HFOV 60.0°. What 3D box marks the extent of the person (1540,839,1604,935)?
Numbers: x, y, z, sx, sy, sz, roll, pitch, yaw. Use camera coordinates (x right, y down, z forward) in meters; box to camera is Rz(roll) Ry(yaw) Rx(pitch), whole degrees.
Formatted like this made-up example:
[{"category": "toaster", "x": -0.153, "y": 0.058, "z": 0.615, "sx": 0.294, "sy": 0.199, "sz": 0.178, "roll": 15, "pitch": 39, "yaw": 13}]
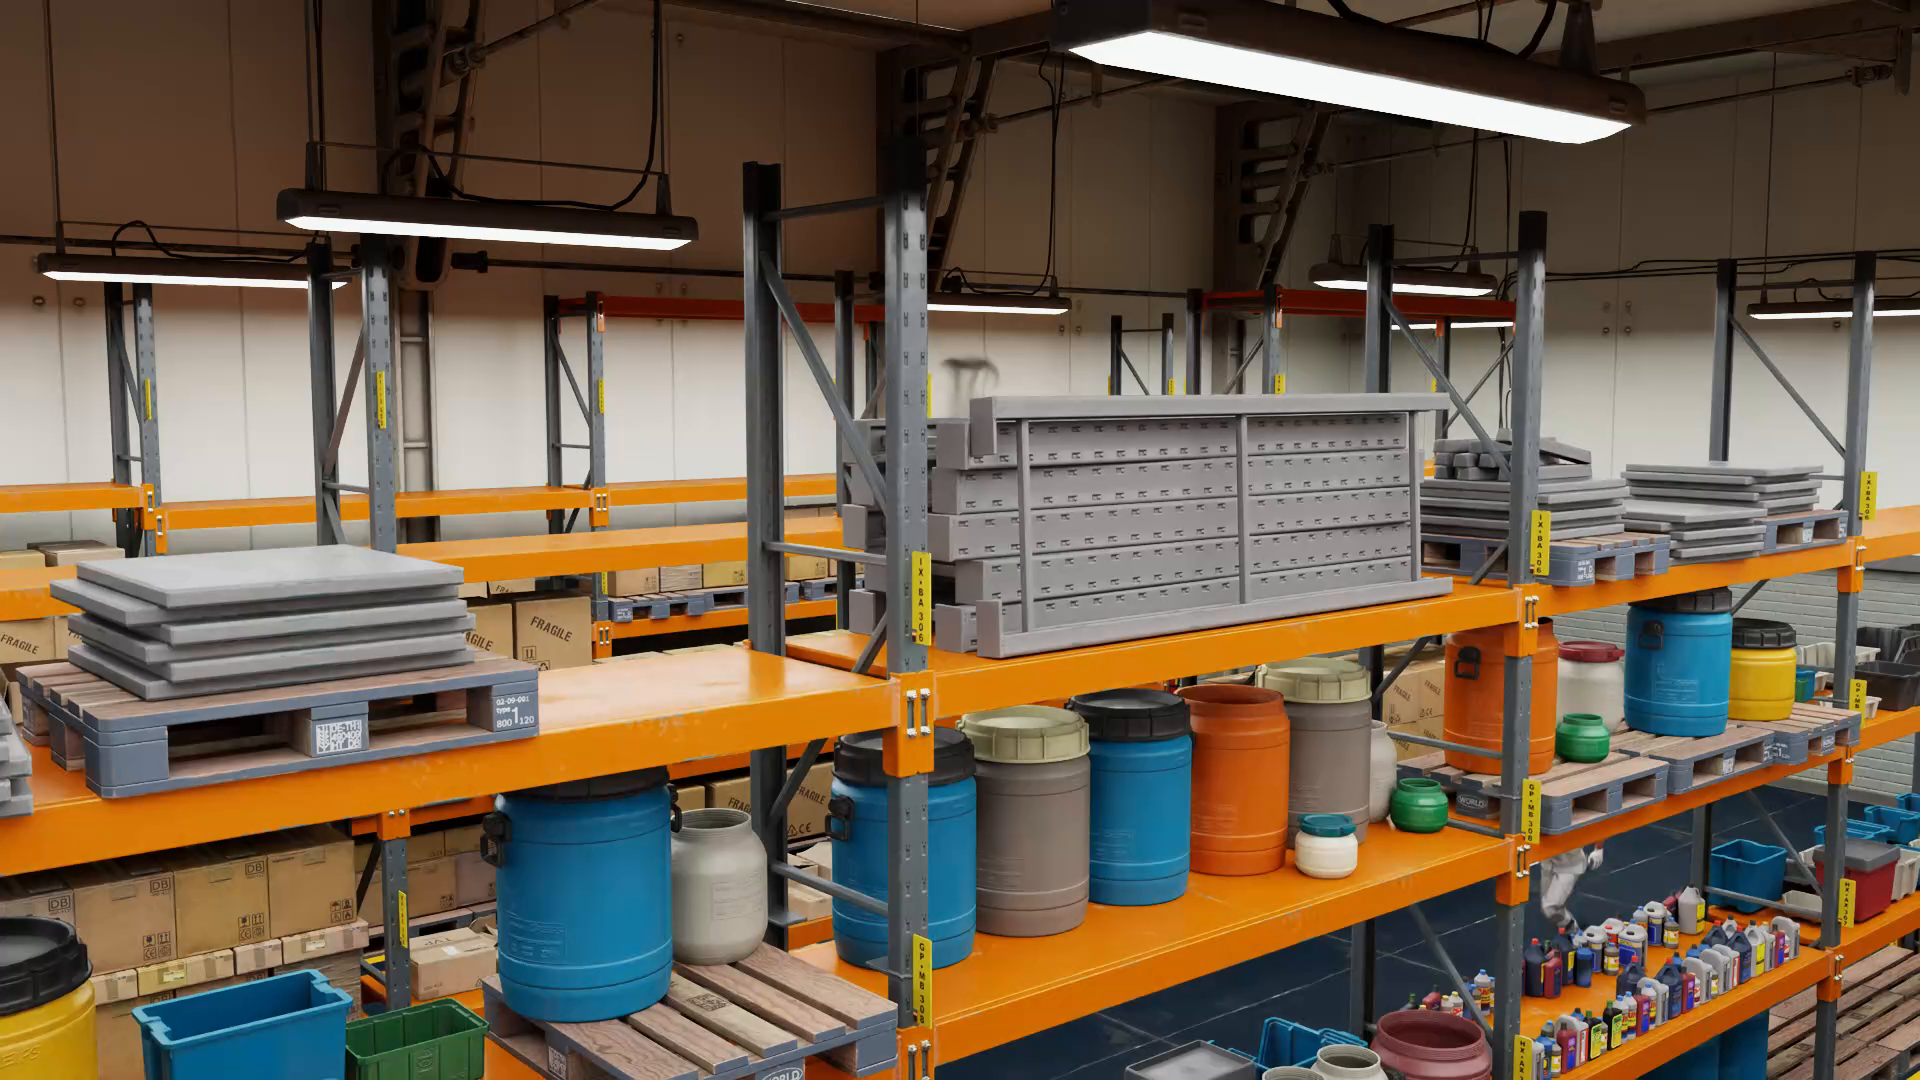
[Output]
[{"category": "person", "x": 5.286, "y": 2.951, "z": 14.656, "sx": 0.909, "sy": 1.597, "sz": 0.701, "roll": -4, "pitch": 7, "yaw": -34}]
